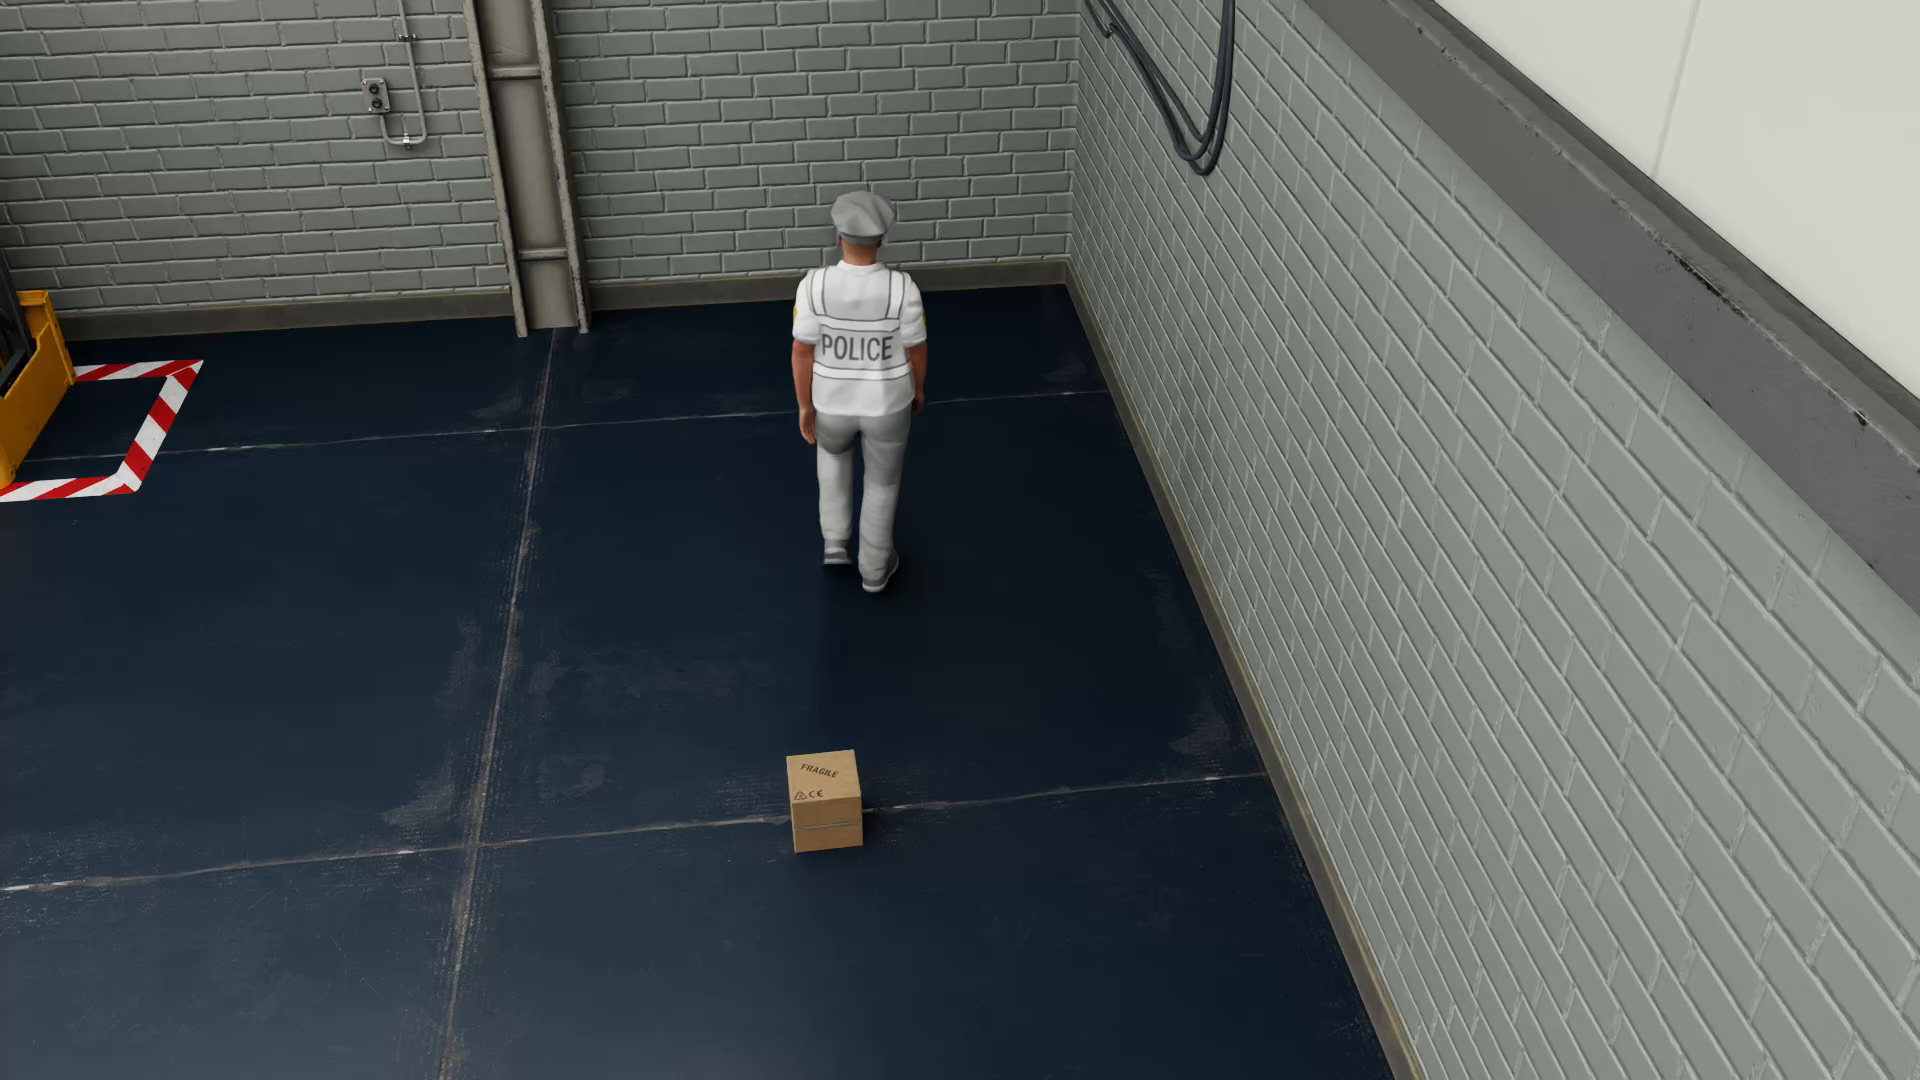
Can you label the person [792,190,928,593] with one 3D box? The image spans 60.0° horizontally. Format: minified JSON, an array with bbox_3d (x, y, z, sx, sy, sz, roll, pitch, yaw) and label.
[{"bbox_3d":[-0.402,-0.590,6.982,0.545,1.820,0.473,4,35,5],"label":"person"}]
